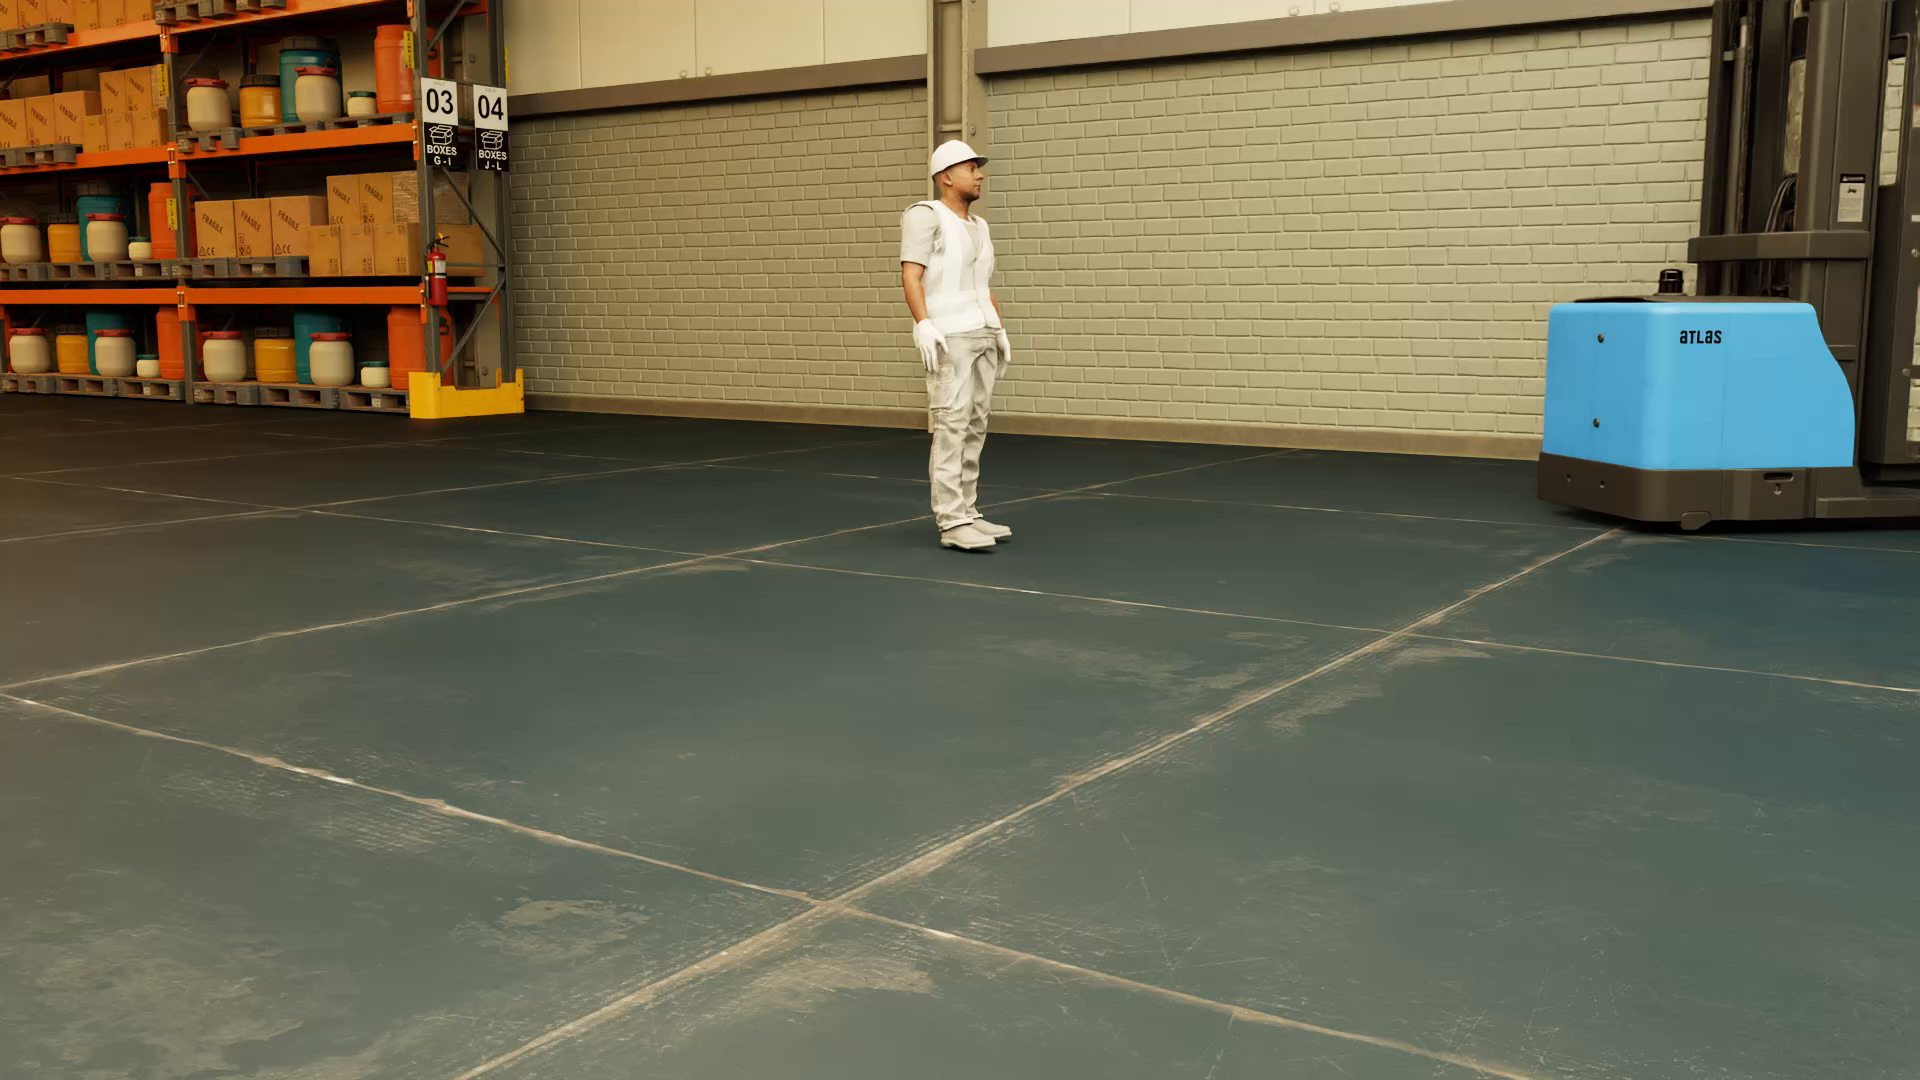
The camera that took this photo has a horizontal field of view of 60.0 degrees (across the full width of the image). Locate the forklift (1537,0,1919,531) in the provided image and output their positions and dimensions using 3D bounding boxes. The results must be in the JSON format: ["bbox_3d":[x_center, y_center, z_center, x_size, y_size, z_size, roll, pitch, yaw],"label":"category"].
[{"bbox_3d":[4.554,-1.571,8.241,3.031,2.935,1.130,-1,8,-10],"label":"forklift"}]

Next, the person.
[{"bbox_3d":[0.055,-0.881,7.430,0.575,1.779,0.657,5,10,34],"label":"person"}]
